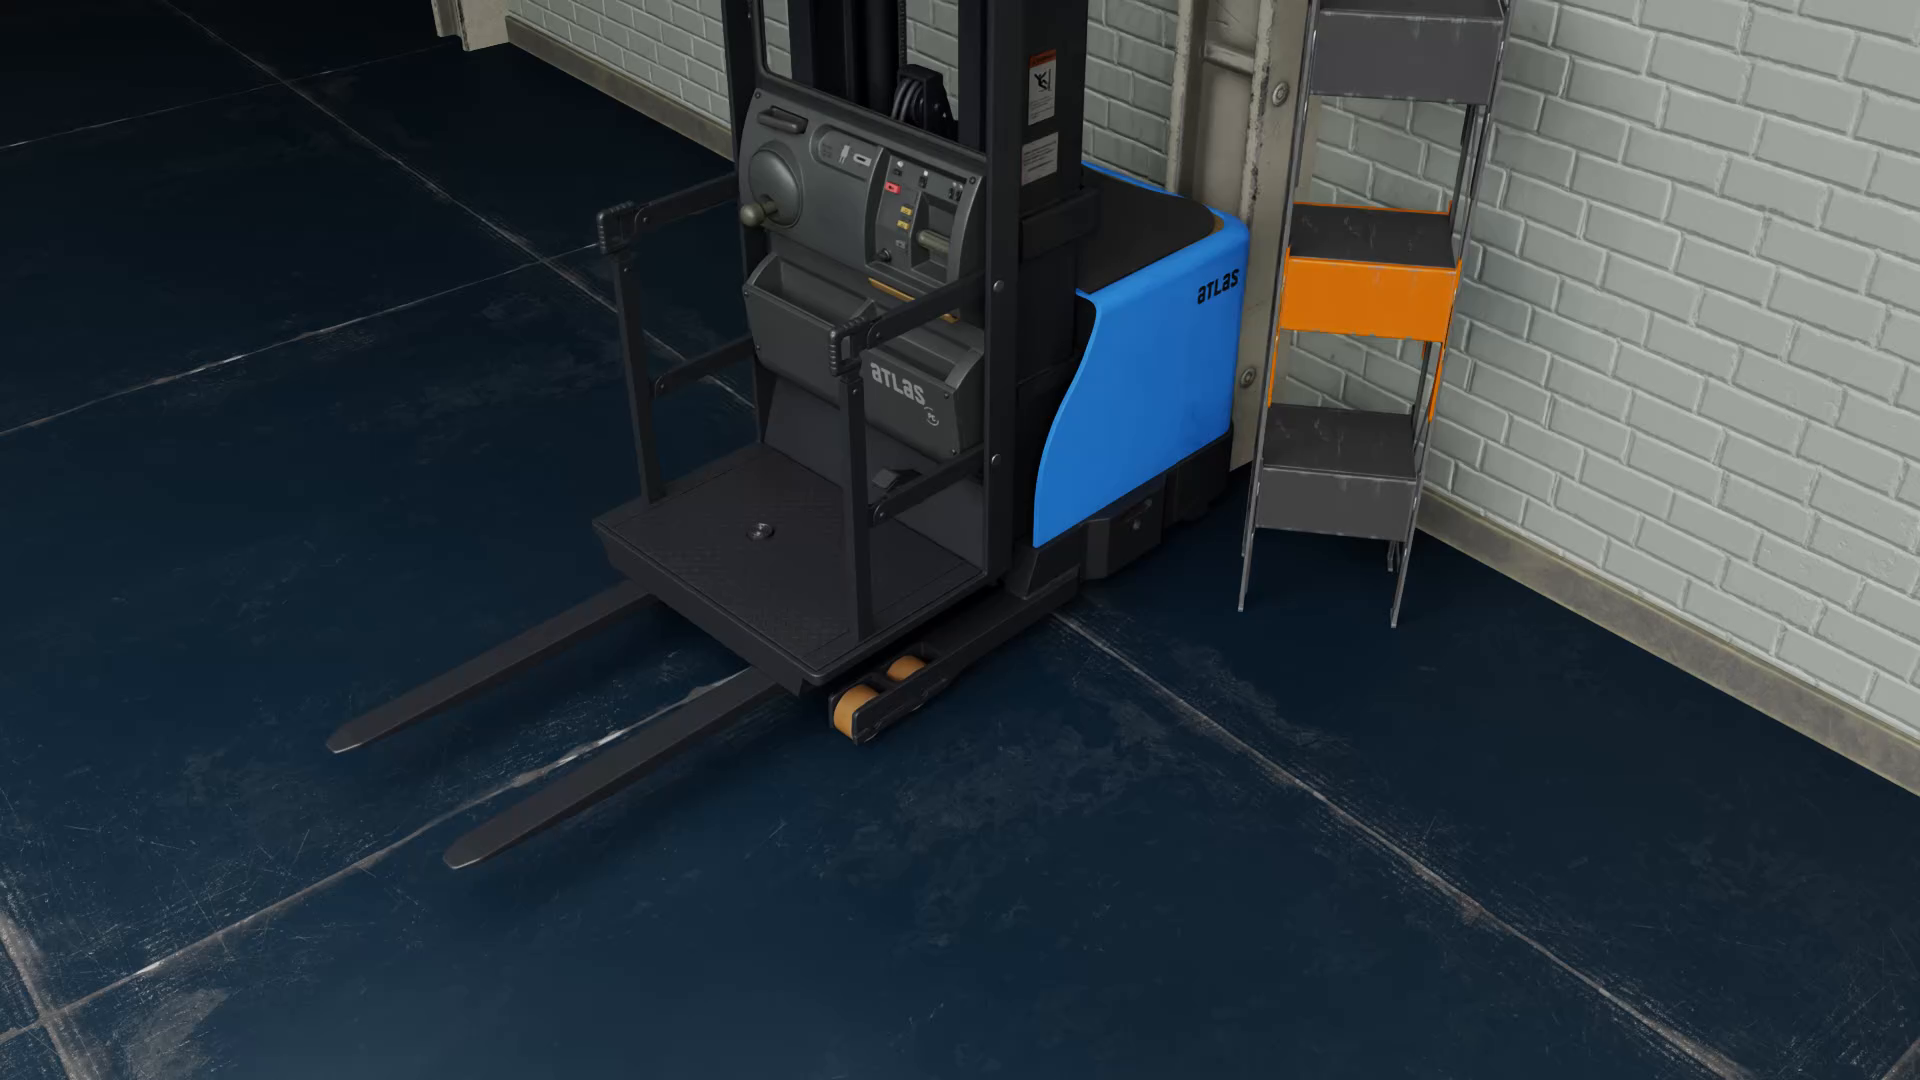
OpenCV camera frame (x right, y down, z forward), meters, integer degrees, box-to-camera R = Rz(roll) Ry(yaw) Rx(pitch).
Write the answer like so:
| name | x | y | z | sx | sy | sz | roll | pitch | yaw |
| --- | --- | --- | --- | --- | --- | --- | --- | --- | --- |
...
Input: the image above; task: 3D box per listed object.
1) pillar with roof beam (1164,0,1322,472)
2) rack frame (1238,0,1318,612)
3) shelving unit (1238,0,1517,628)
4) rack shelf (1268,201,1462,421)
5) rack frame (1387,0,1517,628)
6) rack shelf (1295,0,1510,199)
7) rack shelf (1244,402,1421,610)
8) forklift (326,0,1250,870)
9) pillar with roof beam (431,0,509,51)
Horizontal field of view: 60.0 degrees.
| name | x | y | z | sx | sy | sz | roll | pitch | yaw |
| --- | --- | --- | --- | --- | --- | --- | --- | --- | --- |
| pillar with roof beam | -2.340 | -2.448 | 1.421 | 9.100 | 9.000 | 0.400 | -26 | 43 | -32 |
| rack frame | 0.949 | -0.737 | 4.974 | 0.015 | 2.100 | 0.400 | 6 | 36 | 8 |
| shelving unit | 1.189 | -0.713 | 4.939 | 0.503 | 2.100 | 0.431 | 6 | 36 | 8 |
| rack shelf | 1.189 | -0.701 | 4.947 | 0.480 | 0.518 | 0.431 | 6 | 36 | 8 |
| rack frame | 1.429 | -0.688 | 4.905 | 0.015 | 2.100 | 0.400 | 6 | 36 | 8 |
| rack shelf | 1.189 | -1.273 | 4.543 | 0.480 | 0.518 | 0.431 | 6 | 36 | 8 |
| rack shelf | 1.189 | -0.130 | 5.352 | 0.480 | 0.518 | 0.431 | 6 | 36 | 8 |
| forklift | -0.444 | -0.939 | 4.539 | 1.130 | 2.935 | 3.031 | 30 | 45 | 35 |
| pillar with roof beam | -6.212 | -5.097 | 5.161 | 9.100 | 9.000 | 0.400 | -26 | 43 | -32 |
